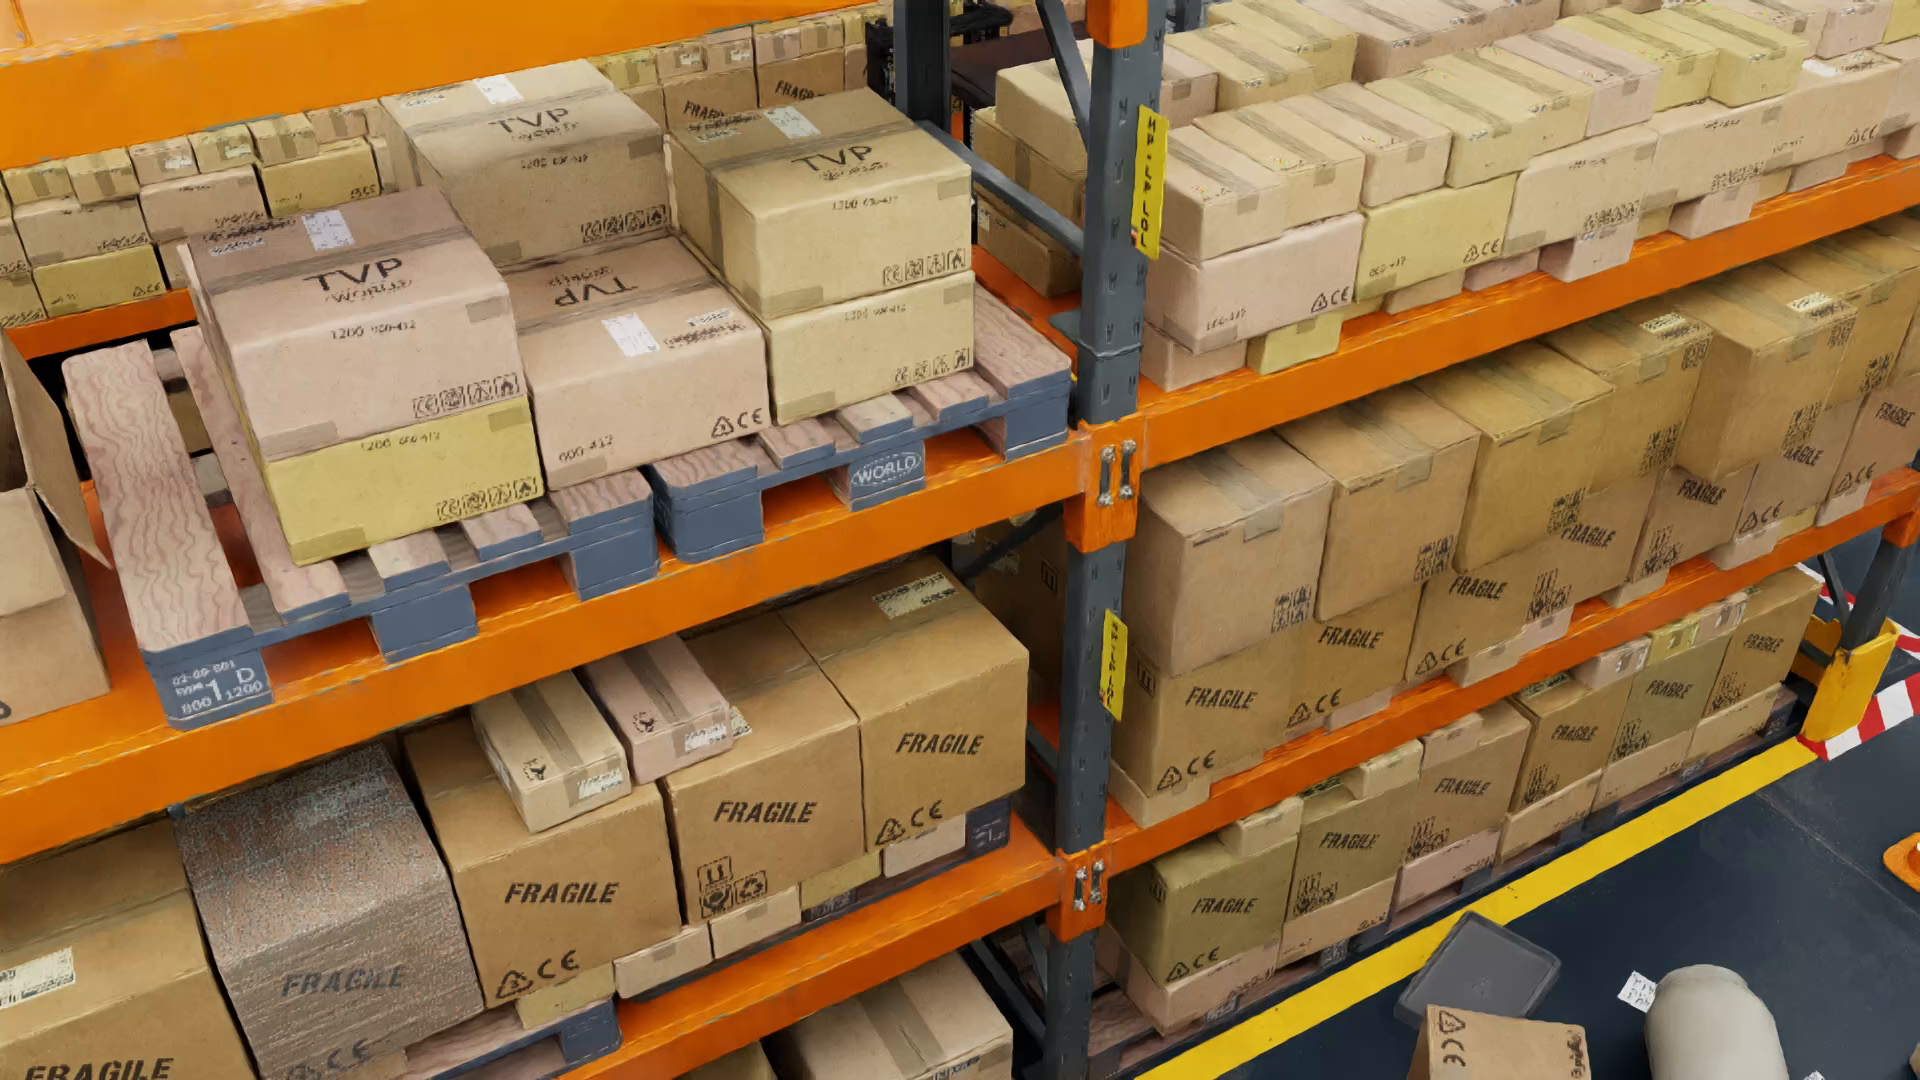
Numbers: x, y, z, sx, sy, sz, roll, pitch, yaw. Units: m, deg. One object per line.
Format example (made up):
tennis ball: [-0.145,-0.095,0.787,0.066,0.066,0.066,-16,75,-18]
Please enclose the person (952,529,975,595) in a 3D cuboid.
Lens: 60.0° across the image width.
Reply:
person: [-0.069,-0.003,6.885,0.560,1.670,0.541,0,37,0]
